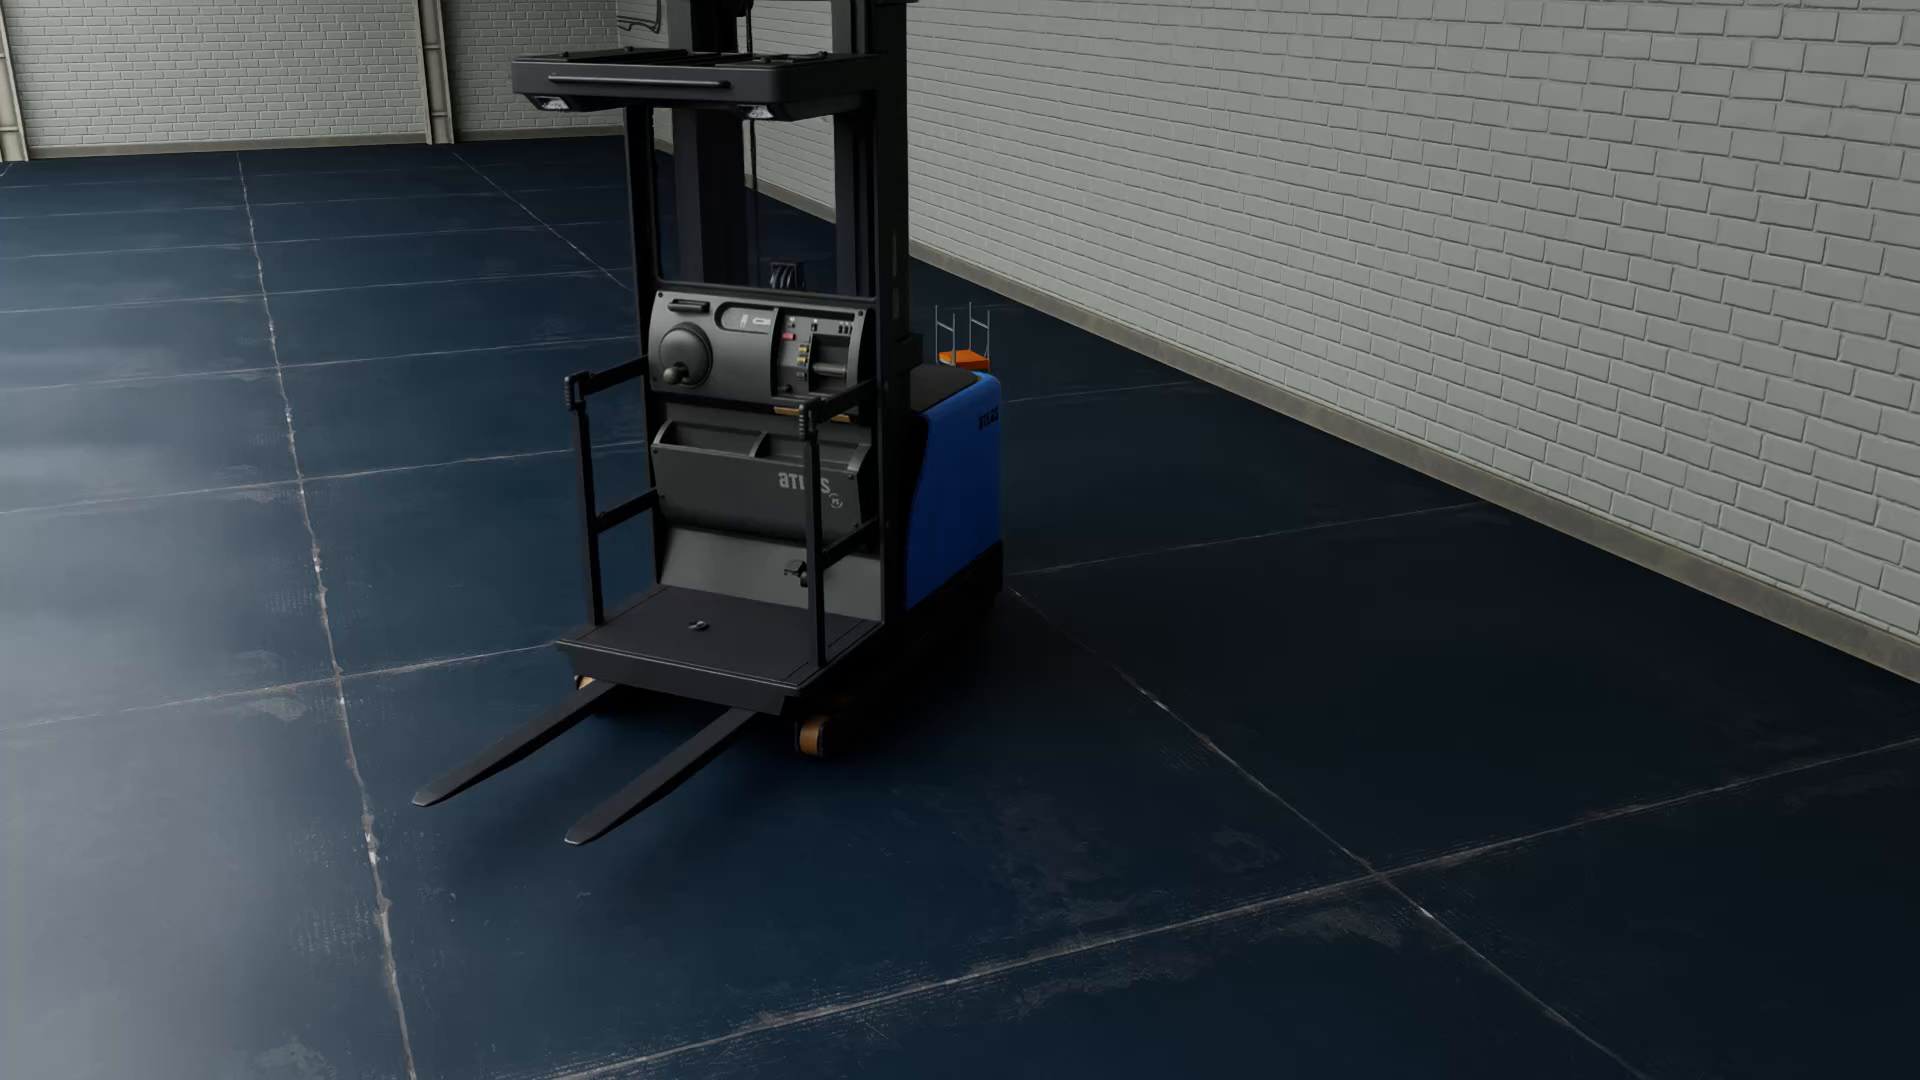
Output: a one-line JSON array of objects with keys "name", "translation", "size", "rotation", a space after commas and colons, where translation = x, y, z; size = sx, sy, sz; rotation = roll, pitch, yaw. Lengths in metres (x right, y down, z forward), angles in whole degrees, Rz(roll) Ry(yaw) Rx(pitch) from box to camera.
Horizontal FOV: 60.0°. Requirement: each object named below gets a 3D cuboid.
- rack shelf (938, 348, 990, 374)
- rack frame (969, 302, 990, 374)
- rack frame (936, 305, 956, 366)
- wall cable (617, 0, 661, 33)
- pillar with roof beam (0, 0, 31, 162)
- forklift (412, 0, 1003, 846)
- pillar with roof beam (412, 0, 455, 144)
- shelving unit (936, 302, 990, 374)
[{"name": "rack shelf", "translation": [0.013, -0.866, 8.223], "size": [0.180, 0.103, 0.258], "rotation": [-8, 21, -22]}, {"name": "rack frame", "translation": [0.097, -0.580, 8.362], "size": [0.006, 1.200, 0.240], "rotation": [-8, 21, -22]}, {"name": "rack frame", "translation": [-0.071, -0.556, 8.294], "size": [0.006, 1.200, 0.240], "rotation": [-8, 21, -22]}, {"name": "wall cable", "translation": [-5.043, -9.088, 25.459], "size": [0.112, 2.526, 3.097], "rotation": [-8, 21, -22]}, {"name": "pillar with roof beam", "translation": [-12.076, -8.466, 19.017], "size": [0.400, 9.000, 9.100], "rotation": [-8, 21, -22]}, {"name": "forklift", "translation": [-0.867, -0.730, 6.182], "size": [1.130, 2.935, 3.031], "rotation": [8, 21, 23]}, {"name": "pillar with roof beam", "translation": [-6.567, -9.256, 21.259], "size": [0.400, 9.000, 9.100], "rotation": [-8, 21, -22]}, {"name": "shelving unit", "translation": [0.013, -0.568, 8.328], "size": [0.189, 1.200, 0.258], "rotation": [-8, 21, -22]}]
